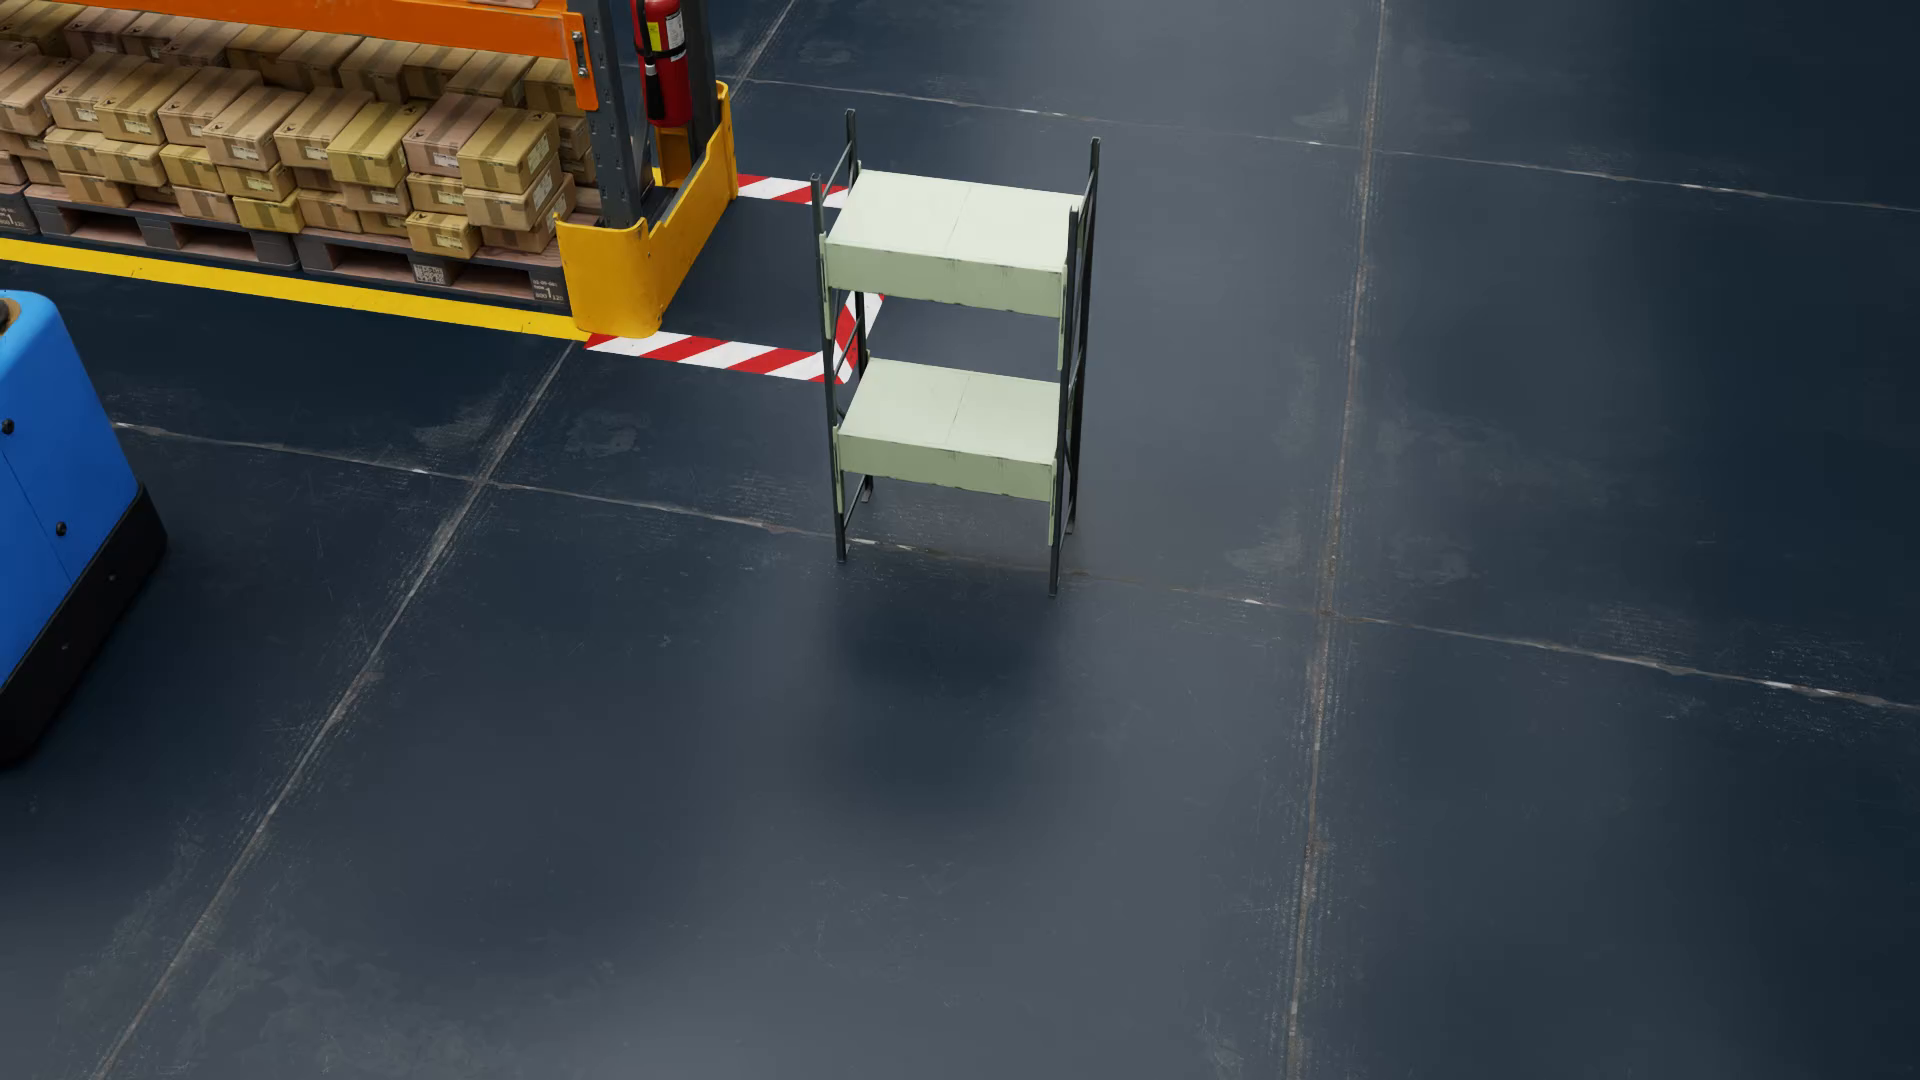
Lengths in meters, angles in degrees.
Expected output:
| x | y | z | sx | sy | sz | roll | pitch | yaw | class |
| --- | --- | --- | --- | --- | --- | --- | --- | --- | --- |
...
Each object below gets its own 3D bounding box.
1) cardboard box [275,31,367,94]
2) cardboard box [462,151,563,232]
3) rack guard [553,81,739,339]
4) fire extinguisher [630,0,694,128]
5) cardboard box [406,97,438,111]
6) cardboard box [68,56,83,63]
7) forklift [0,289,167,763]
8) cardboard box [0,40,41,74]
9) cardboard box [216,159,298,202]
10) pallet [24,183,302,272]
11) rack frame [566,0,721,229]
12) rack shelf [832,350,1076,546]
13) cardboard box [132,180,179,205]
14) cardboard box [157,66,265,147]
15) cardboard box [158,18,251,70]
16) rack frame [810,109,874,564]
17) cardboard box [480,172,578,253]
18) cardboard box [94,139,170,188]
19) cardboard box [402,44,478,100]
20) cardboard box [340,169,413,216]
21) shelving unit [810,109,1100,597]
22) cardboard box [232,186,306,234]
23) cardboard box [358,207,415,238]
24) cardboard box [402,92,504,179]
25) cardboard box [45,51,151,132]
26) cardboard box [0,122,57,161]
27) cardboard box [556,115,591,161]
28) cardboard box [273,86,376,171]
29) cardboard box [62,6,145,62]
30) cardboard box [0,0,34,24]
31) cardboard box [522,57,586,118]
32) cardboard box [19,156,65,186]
| x | y | z | sx | sy | sz | roll | pitch | yaw | class |
| --- | --- | --- | --- | --- | --- | --- | --- | --- | --- |
| -2.665 | -2.040 | 7.030 | 0.250 | 0.149 | 0.380 | 10 | 45 | 11 | cardboard box |
| -1.764 | -1.395 | 6.575 | 0.250 | 0.149 | 0.380 | 8 | 44 | 8 | cardboard box |
| -1.260 | -1.388 | 6.831 | 0.348 | 0.500 | 1.175 | 9 | 45 | 9 | rack guard |
| -1.041 | -1.764 | 5.744 | 0.183 | 0.674 | 0.296 | 9 | 45 | 9 | fire extinguisher |
| -2.155 | -1.818 | 7.014 | 0.250 | 0.149 | 0.380 | 9 | 45 | 10 | cardboard box |
| -3.705 | -2.090 | 7.297 | 0.250 | 0.149 | 0.380 | 10 | 45 | 10 | cardboard box |
| -4.241 | -0.813 | 4.481 | 3.031 | 2.935 | 1.130 | 5 | 44 | 5 | forklift |
| -4.026 | -1.918 | 6.903 | 0.250 | 0.149 | 0.380 | 8 | 44 | 8 | cardboard box |
| -2.779 | -1.542 | 6.728 | 0.250 | 0.149 | 0.380 | 9 | 45 | 10 | cardboard box |
| -3.232 | -1.617 | 7.278 | 1.213 | 0.211 | 1.003 | 9 | 45 | 9 | pallet |
| -1.186 | -2.277 | 5.952 | 0.127 | 3.000 | 1.000 | 9 | 45 | 9 | rack frame |
| -0.007 | -0.306 | 5.457 | 0.720 | 0.370 | 0.431 | 9 | 45 | 9 | rack shelf |
| -3.257 | -1.577 | 6.978 | 0.250 | 0.149 | 0.380 | 10 | 45 | 10 | cardboard box |
| -3.018 | -1.754 | 6.733 | 0.250 | 0.149 | 0.380 | 7 | 44 | 8 | cardboard box |
| -3.178 | -2.084 | 7.076 | 0.250 | 0.149 | 0.380 | 9 | 45 | 9 | cardboard box |
| -0.364 | -0.597 | 5.289 | 0.023 | 1.500 | 0.400 | 9 | 45 | 9 | rack frame |
| -1.745 | -1.340 | 6.732 | 0.250 | 0.149 | 0.380 | 10 | 45 | 10 | cardboard box |
| -3.300 | -1.616 | 6.805 | 0.250 | 0.149 | 0.380 | 9 | 45 | 9 | cardboard box |
| -2.137 | -2.010 | 6.999 | 0.250 | 0.149 | 0.380 | 9 | 45 | 9 | cardboard box |
| -2.271 | -1.472 | 6.655 | 0.250 | 0.149 | 0.380 | 7 | 44 | 7 | cardboard box |
| -0.007 | -0.541 | 5.231 | 0.755 | 1.500 | 0.431 | 9 | 45 | 9 | shelving unit |
| -2.764 | -1.433 | 6.829 | 0.250 | 0.149 | 0.380 | 7 | 44 | 7 | cardboard box |
| -2.258 | -1.408 | 6.803 | 0.250 | 0.149 | 0.380 | 9 | 45 | 9 | cardboard box |
| -1.991 | -1.601 | 6.574 | 0.250 | 0.149 | 0.380 | 10 | 45 | 10 | cardboard box |
| -3.511 | -1.839 | 6.821 | 0.250 | 0.149 | 0.380 | 7 | 44 | 7 | cardboard box |
| -3.768 | -1.752 | 6.946 | 0.250 | 0.149 | 0.380 | 11 | 45 | 11 | cardboard box |
| -1.641 | -1.761 | 6.955 | 0.250 | 0.149 | 0.380 | 11 | 45 | 11 | cardboard box |
| -2.510 | -1.636 | 6.611 | 0.250 | 0.149 | 0.380 | 7 | 44 | 7 | cardboard box |
| -3.663 | -2.228 | 7.226 | 0.250 | 0.149 | 0.380 | 7 | 44 | 7 | cardboard box |
| -4.183 | -2.299 | 7.299 | 0.250 | 0.149 | 0.380 | 8 | 45 | 9 | cardboard box |
| -1.623 | -1.925 | 6.910 | 0.250 | 0.149 | 0.380 | 7 | 44 | 7 | cardboard box |
| -3.762 | -1.670 | 7.075 | 0.250 | 0.149 | 0.380 | 7 | 44 | 7 | cardboard box |
